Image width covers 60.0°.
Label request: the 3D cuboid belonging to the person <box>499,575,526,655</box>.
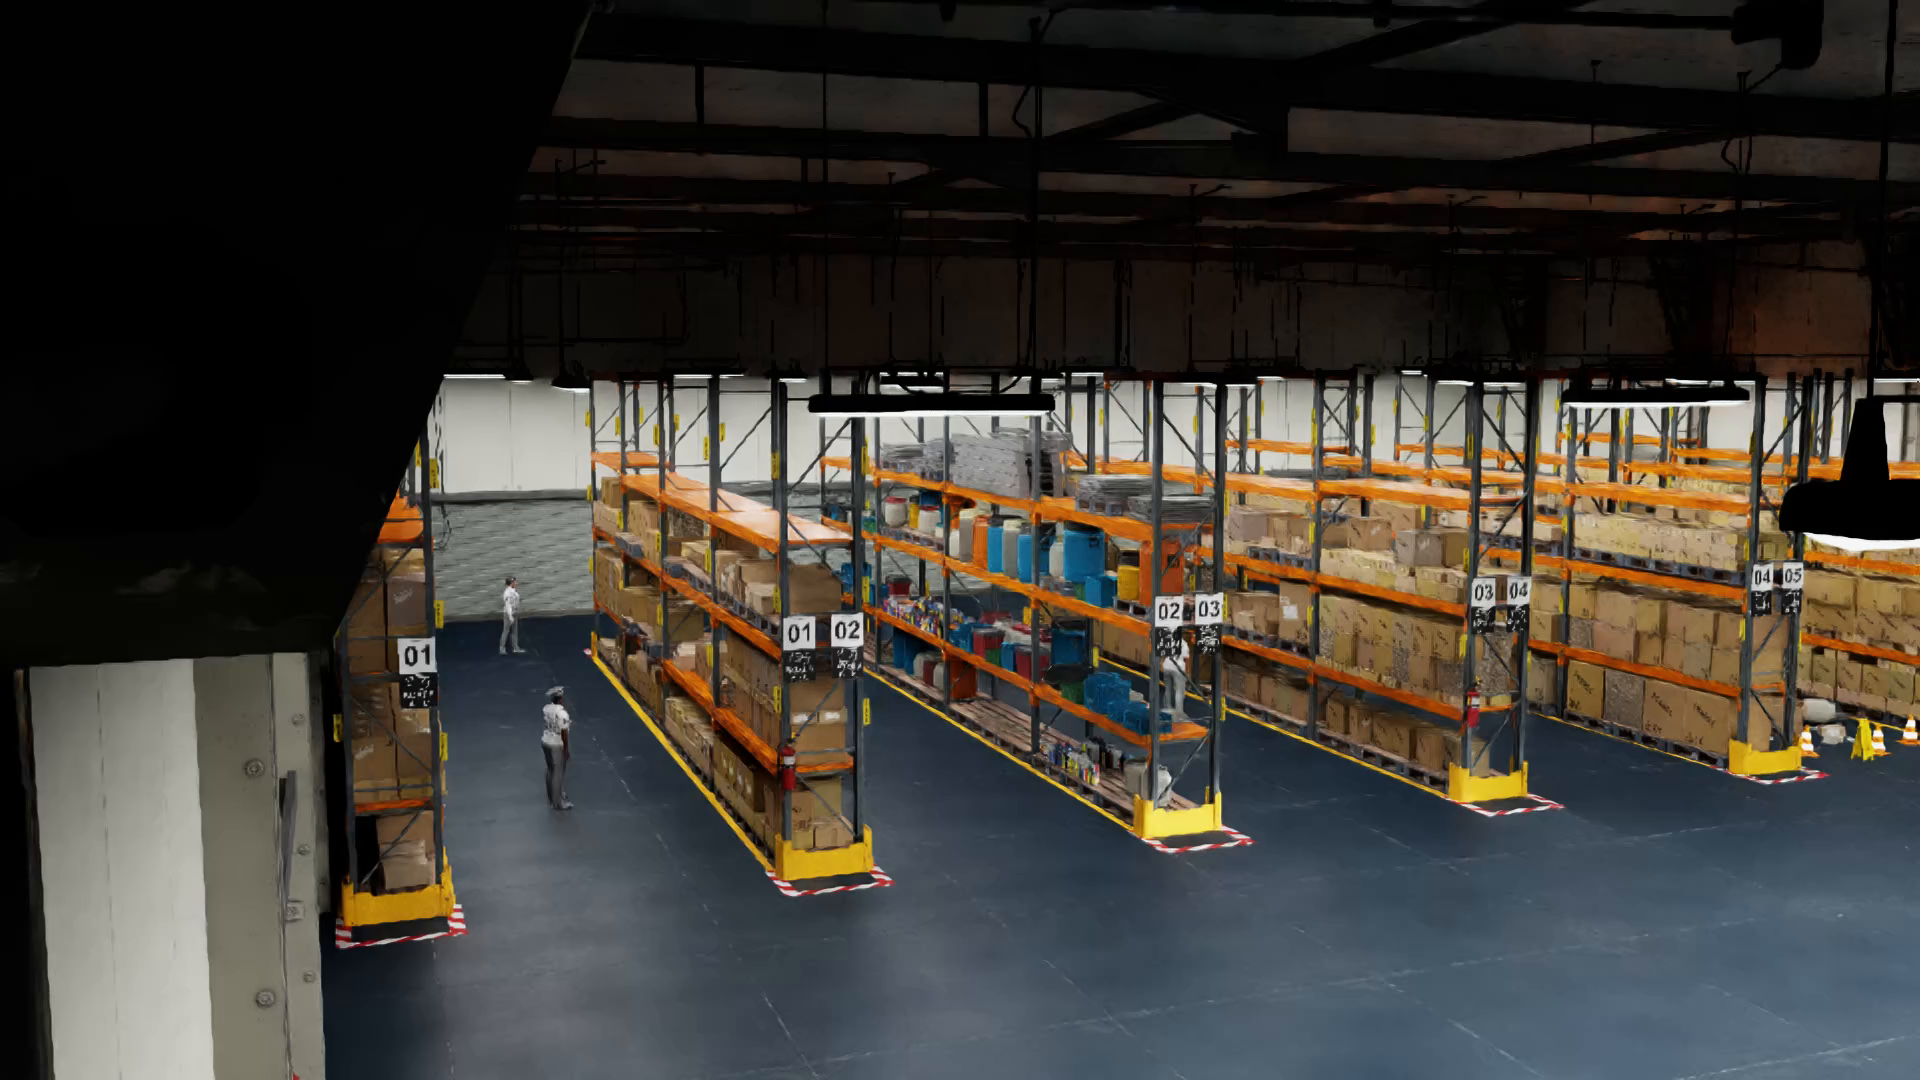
[{"bbox_3d":[-9.508,1.574,35.185,0.462,1.676,0.576,0,6,4],"label":"person"}]

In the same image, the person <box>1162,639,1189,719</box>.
[{"bbox_3d":[3.756,2.280,28.841,0.530,1.668,0.449,5,8,39],"label":"person"}]

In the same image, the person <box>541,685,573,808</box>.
[{"bbox_3d":[-5.628,2.885,23.329,0.552,1.683,0.440,6,9,41],"label":"person"}]
